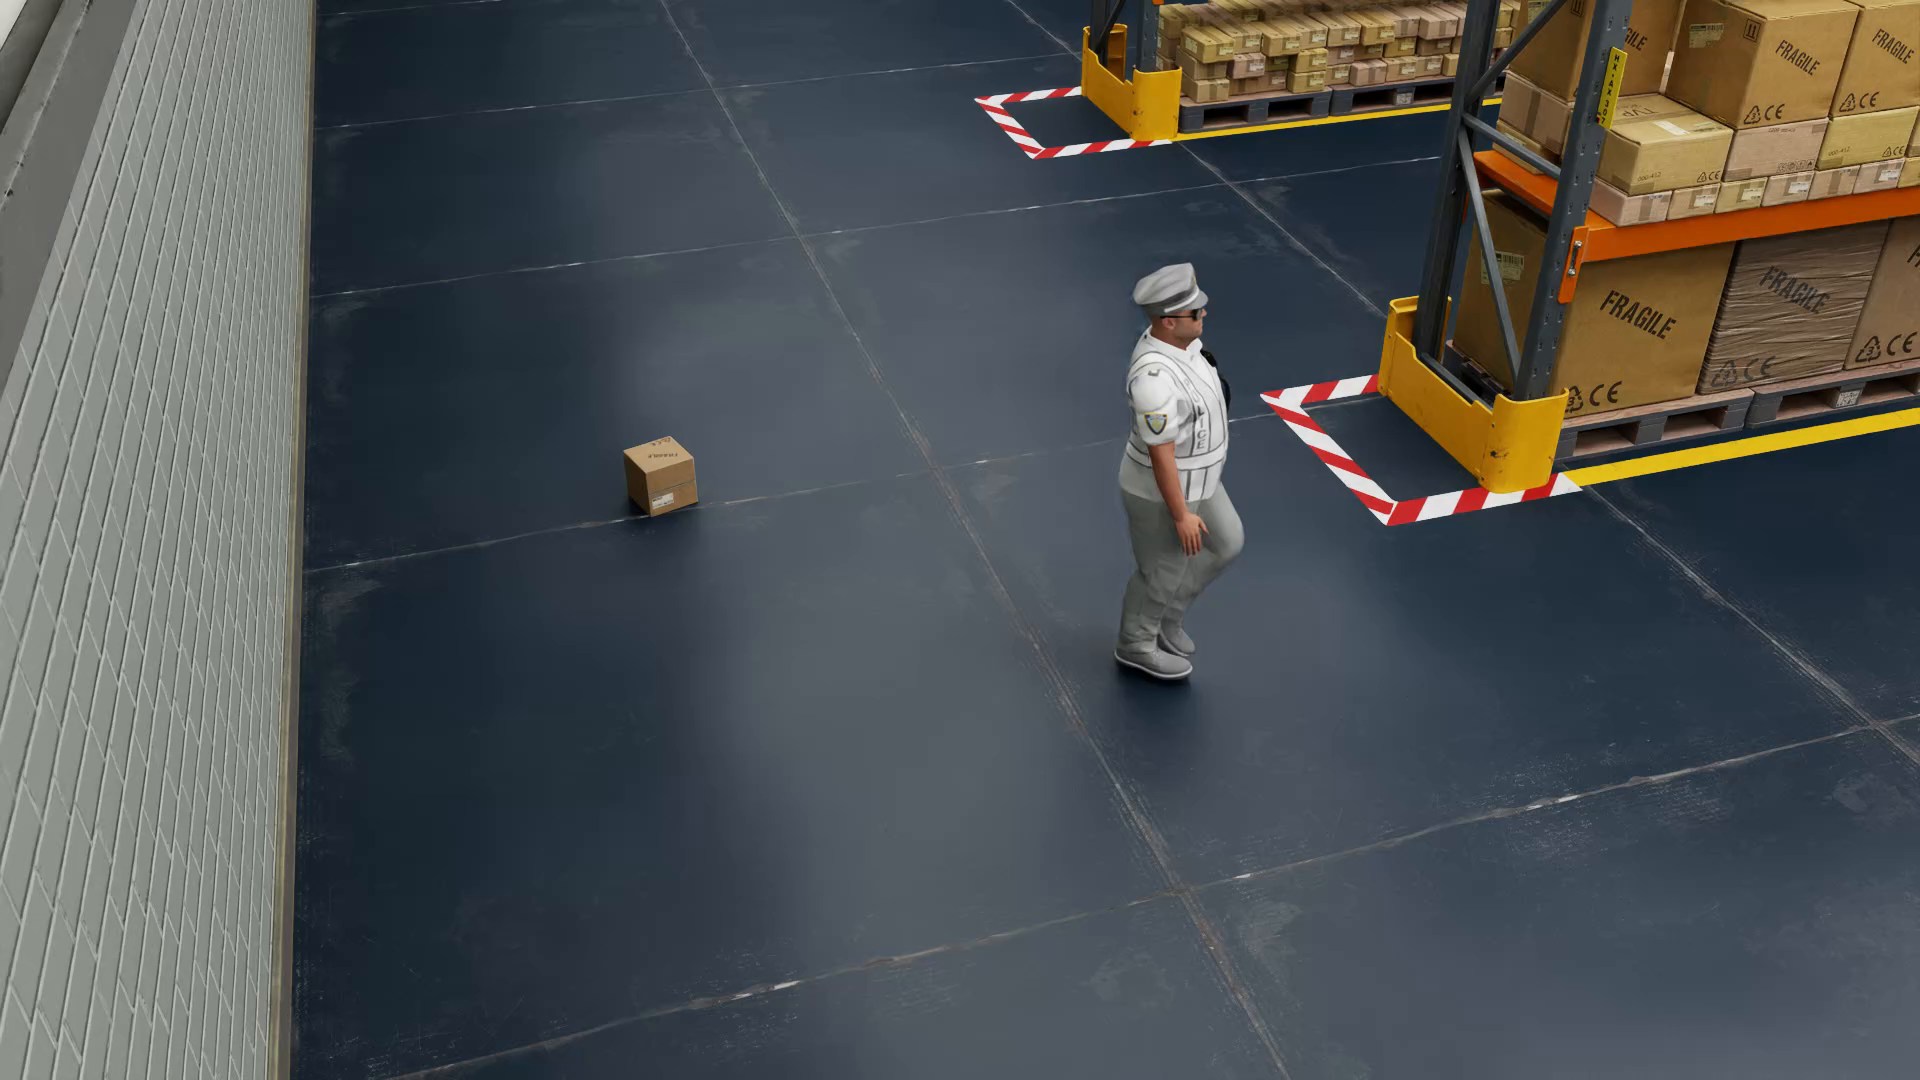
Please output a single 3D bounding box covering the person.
[{"bbox_3d":[0.860,-0.205,6.426,0.473,1.820,0.538,12,35,17],"label":"person"}]
